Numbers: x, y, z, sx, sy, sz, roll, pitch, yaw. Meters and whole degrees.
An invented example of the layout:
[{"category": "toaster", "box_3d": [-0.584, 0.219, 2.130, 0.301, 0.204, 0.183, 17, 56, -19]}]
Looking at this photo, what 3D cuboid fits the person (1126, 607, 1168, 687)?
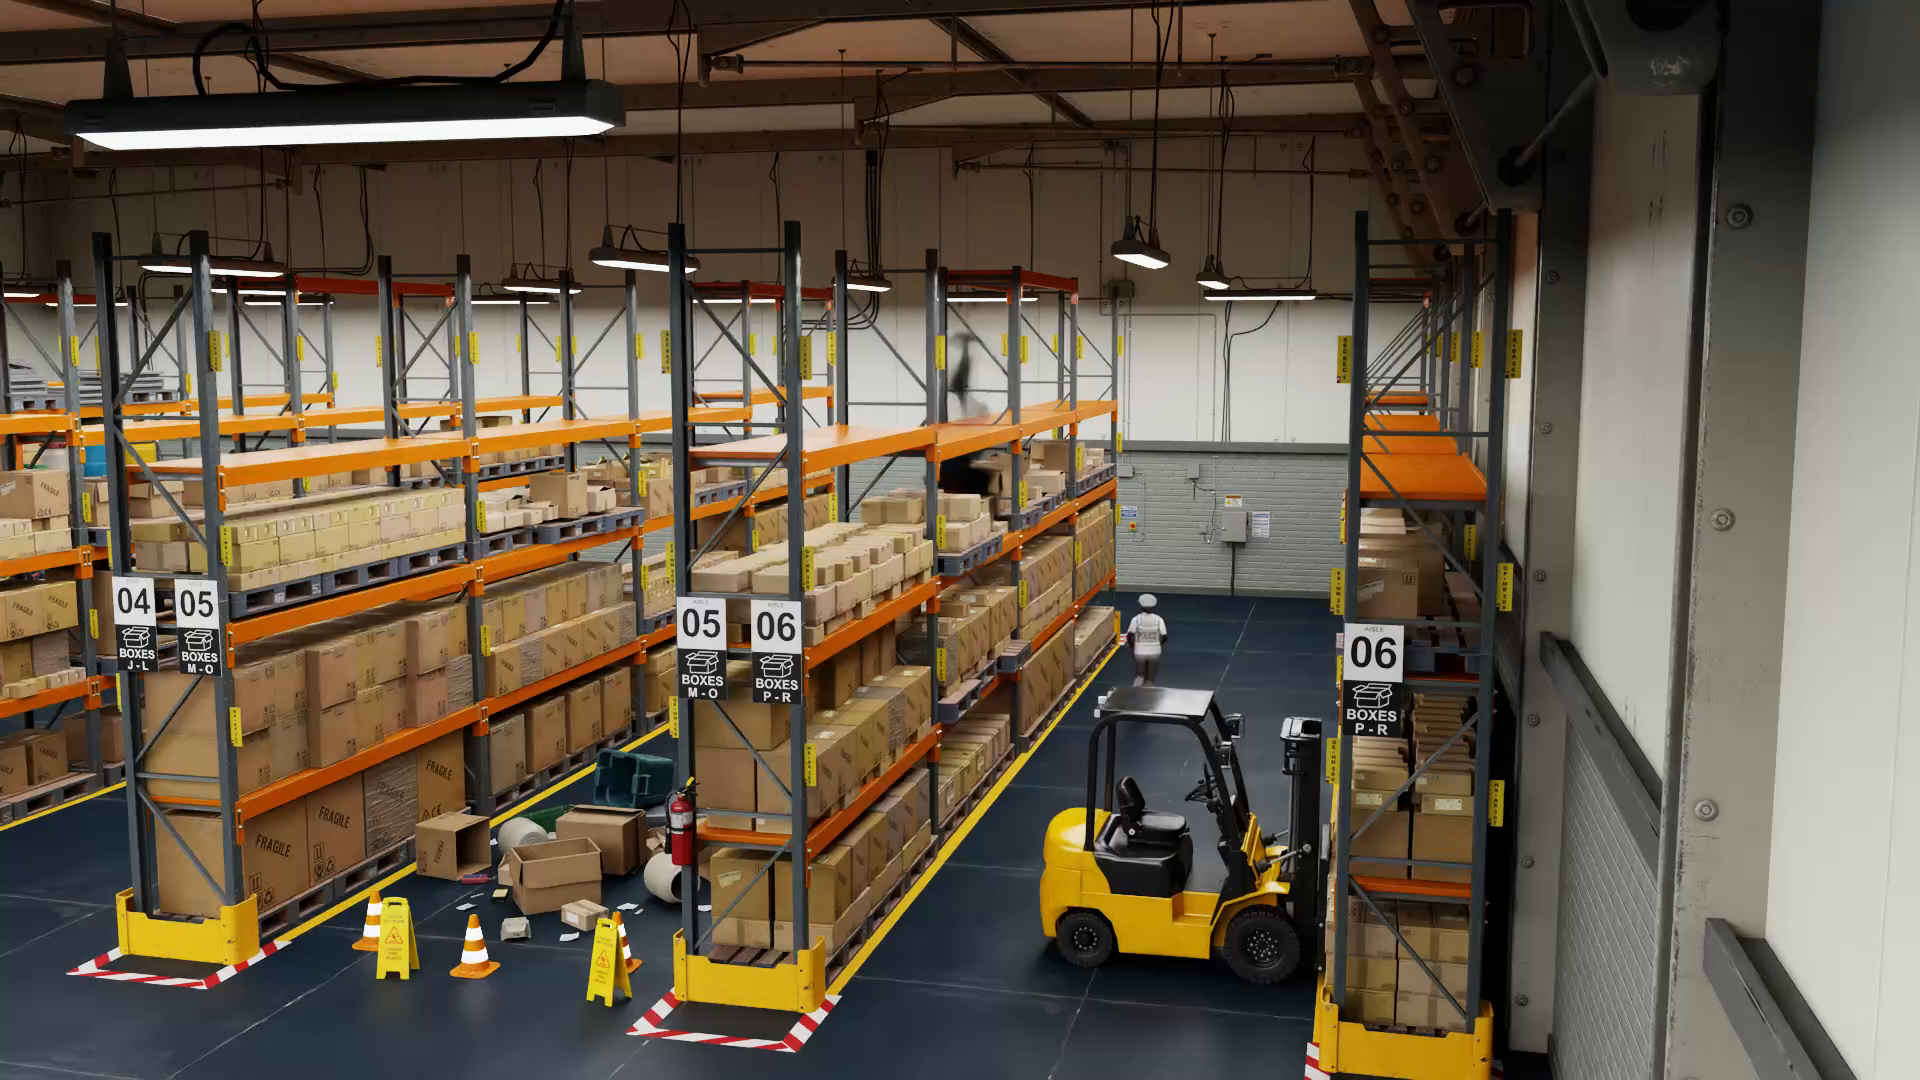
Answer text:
[{"category": "person", "box_3d": [2.565, 1.592, 22.821, 0.563, 1.622, 0.572, 1, 7, 8]}]
